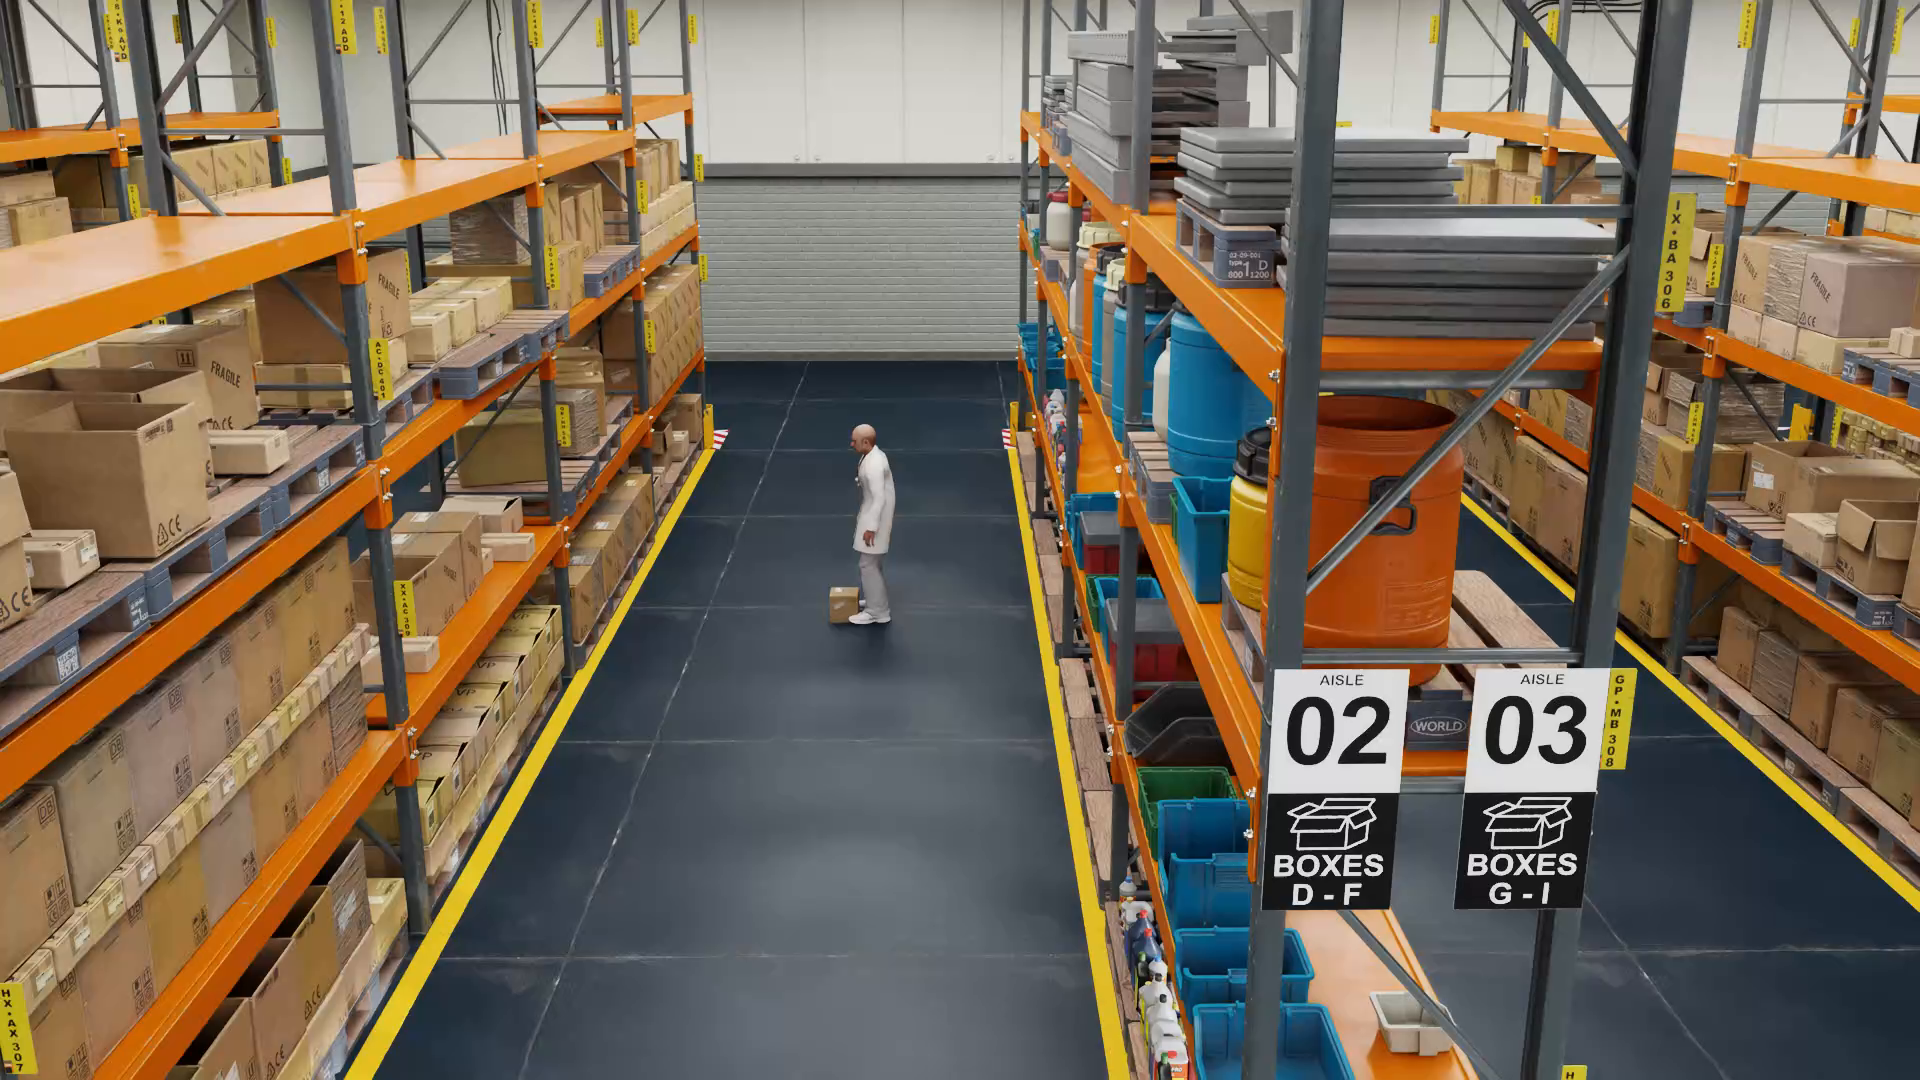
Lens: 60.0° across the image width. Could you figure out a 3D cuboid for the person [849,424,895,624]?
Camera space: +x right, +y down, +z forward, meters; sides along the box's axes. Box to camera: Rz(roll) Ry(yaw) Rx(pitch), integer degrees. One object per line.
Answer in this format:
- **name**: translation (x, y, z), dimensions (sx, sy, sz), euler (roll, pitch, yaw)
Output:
- **person**: translation (-0.780, -0.152, 14.573), dimensions (0.429, 1.772, 0.646), euler (-1, 17, -4)
